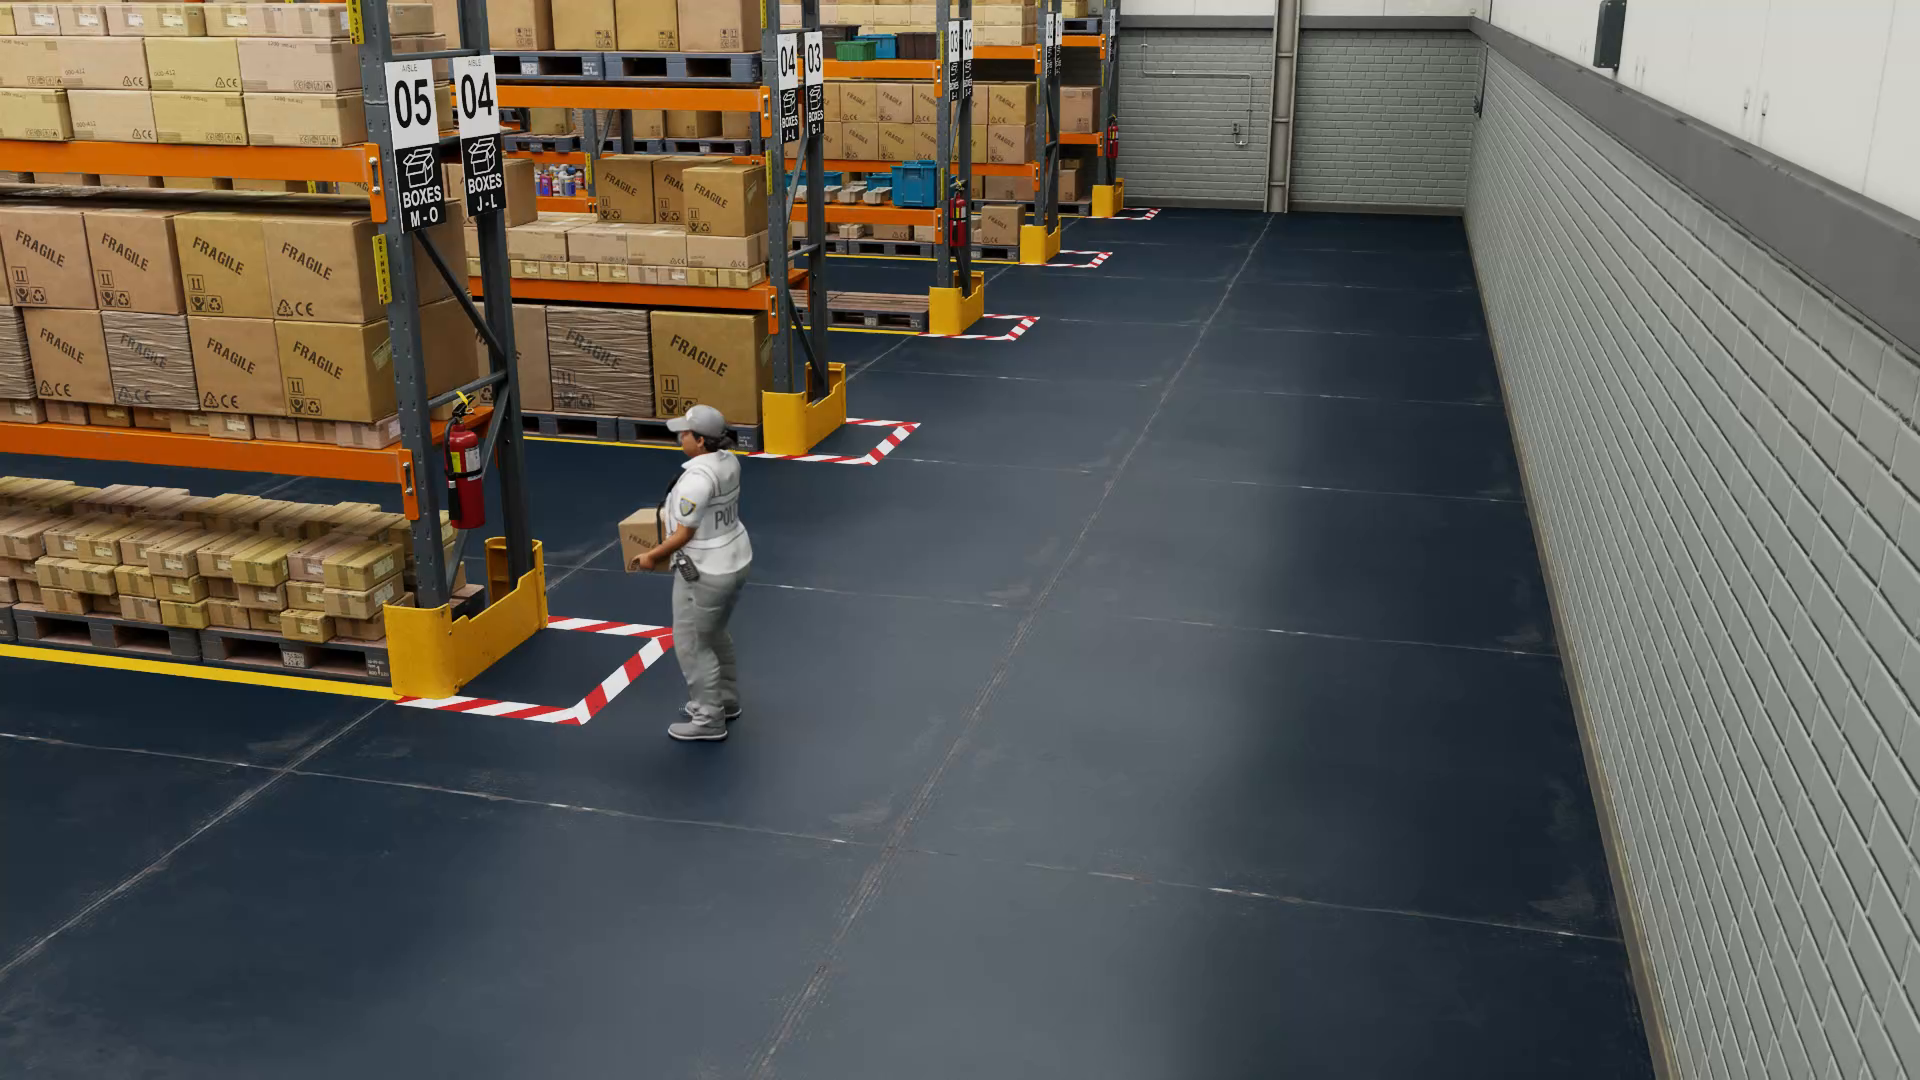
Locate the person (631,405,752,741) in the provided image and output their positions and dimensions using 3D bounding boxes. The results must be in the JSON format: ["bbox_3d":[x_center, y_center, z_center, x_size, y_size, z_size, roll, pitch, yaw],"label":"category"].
[{"bbox_3d":[-1.295,0.147,8.109,0.536,1.664,0.471,4,19,13],"label":"person"}]
